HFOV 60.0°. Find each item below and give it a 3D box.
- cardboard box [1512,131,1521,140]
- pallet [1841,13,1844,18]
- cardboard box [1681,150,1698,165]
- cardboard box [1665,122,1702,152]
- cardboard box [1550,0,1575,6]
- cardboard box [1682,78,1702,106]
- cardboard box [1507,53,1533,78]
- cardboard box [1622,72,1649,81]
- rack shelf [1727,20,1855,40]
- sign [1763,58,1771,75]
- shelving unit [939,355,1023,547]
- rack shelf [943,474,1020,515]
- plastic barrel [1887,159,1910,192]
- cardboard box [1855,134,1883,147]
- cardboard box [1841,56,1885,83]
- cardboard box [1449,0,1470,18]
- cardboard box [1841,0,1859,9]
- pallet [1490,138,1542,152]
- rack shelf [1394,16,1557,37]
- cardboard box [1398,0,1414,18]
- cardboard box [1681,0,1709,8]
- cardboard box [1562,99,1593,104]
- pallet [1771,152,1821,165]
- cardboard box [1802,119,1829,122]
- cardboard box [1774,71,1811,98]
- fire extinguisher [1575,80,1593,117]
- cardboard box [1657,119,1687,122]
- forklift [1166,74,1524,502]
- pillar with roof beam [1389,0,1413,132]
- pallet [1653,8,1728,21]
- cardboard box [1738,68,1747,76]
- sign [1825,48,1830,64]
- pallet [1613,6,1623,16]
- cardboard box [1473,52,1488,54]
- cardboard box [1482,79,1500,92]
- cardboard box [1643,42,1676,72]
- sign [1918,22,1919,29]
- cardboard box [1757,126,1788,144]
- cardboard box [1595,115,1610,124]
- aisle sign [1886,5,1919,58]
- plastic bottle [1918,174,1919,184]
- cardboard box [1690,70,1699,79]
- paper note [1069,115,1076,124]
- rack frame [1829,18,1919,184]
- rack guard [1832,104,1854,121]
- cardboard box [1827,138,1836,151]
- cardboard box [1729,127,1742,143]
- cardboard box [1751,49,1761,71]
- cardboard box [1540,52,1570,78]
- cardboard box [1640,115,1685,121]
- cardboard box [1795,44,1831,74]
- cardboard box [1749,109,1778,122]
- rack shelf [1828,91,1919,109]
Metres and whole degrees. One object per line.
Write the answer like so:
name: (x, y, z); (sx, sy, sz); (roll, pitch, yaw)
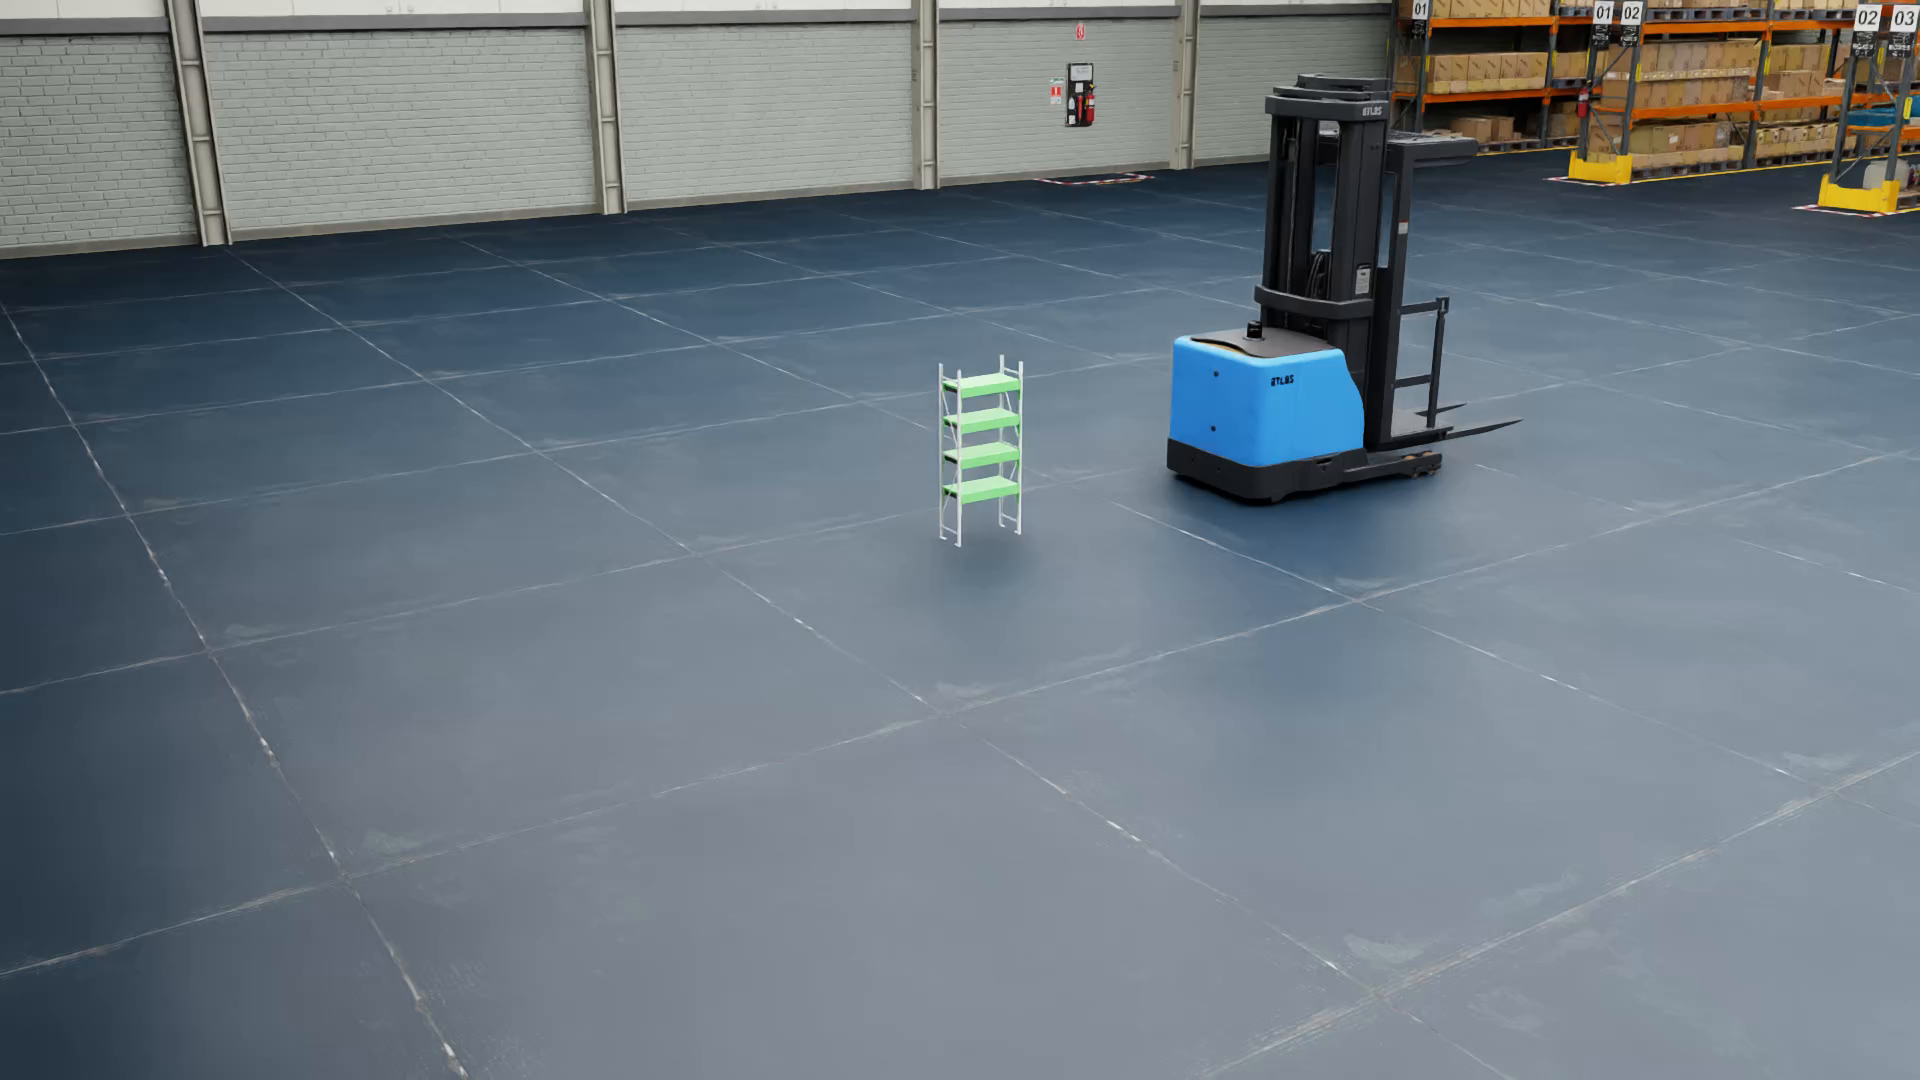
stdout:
cardboard box: (12.214, -8.992, 36.896); (0.250, 0.166, 0.380); (-16, 24, -38)
pallet: (18.195, -10.796, 34.108); (1.003, 0.211, 1.213); (-11, 21, -29)
cardboard box: (13.855, -7.394, 32.071); (0.500, 0.250, 0.500); (-12, 22, -31)
cardboard box: (13.856, -7.749, 31.950); (0.500, 0.500, 0.500); (-12, 22, -31)
cardboard box: (13.145, -11.970, 36.473); (0.500, 0.500, 0.500); (-9, 20, -24)
cardboard box: (13.720, -8.599, 31.840); (0.500, 0.500, 0.700); (-11, 22, -30)
cardboard box: (12.006, -10.266, 35.961); (0.500, 0.500, 0.500); (-12, 22, -32)
cardboard box: (12.477, -8.565, 30.728); (0.250, 0.149, 0.380); (-12, 22, -32)
rack shelf: (17.042, -10.336, 33.575); (4.000, 0.370, 1.077); (-12, 22, -31)
sign: (15.678, -9.203, 32.308); (0.005, 0.325, 0.100); (-12, 22, -31)
shelving unit: (0.138, -0.598, 11.139); (0.503, 1.200, 0.258); (-12, 22, -31)
rack shelf: (0.138, -0.310, 11.236); (0.480, 0.148, 0.258); (-12, 22, -31)
plastic barrel: (15.679, -6.119, 27.889); (0.421, 0.512, 0.421); (0, 19, 0)
cardboard box: (19.250, -8.636, 35.323); (0.500, 0.500, 0.500); (-11, 22, -29)
cardboard box: (19.177, -9.996, 35.316); (0.700, 0.500, 0.500); (14, 23, 35)
cardboard box: (10.189, -11.078, 34.460); (0.500, 0.500, 0.500); (-10, 21, -28)
cardboard box: (17.937, -10.965, 33.890); (0.500, 0.250, 0.500); (-11, 22, -30)
pallet: (12.103, -8.779, 36.884); (1.213, 0.211, 1.003); (-12, 22, -31)
rack shelf: (10.974, -10.956, 35.408); (4.000, 0.370, 1.077); (-12, 22, -31)
cardboard box: (9.513, -11.143, 34.649); (0.500, 0.500, 0.500); (-10, 21, -28)
cardboard box: (13.568, -10.152, 30.877); (0.500, 0.500, 0.500); (-12, 22, -31)
cardboard box: (14.048, -9.913, 37.928); (0.500, 0.250, 0.500); (-13, 22, -33)
pallet: (16.986, -7.939, 34.399); (1.213, 0.211, 1.003); (-12, 22, -31)
cardboard box: (18.114, -8.757, 35.225); (0.500, 0.311, 0.500); (-11, 22, -30)
cardboard box: (16.881, -9.263, 33.805); (0.500, 0.500, 0.500); (-12, 22, -31)
fire extinguisher: (11.677, -8.266, 31.132); (0.183, 0.674, 0.296); (-12, 22, -31)
cardboard box: (13.977, -7.981, 32.636); (0.500, 0.500, 0.500); (-12, 22, -31)
forklift: (3.098, -1.995, 12.569); (3.031, 2.935, 1.130); (-11, 22, -30)
pillar with roof beam: (11.780, -11.569, 31.414); (0.400, 9.000, 9.100); (-12, 22, -31)
pallet: (13.656, -9.912, 31.335); (1.213, 0.211, 1.003); (-12, 22, -31)
cardboard box: (15.055, -9.110, 32.340); (0.250, 0.149, 0.380); (-12, 22, -33)
sign: (18.406, -10.263, 35.234); (0.005, 0.325, 0.100); (-12, 22, -31)
pallet: (14.083, -11.824, 37.145); (1.003, 0.211, 1.213); (-12, 22, -31)
cardboard box: (11.284, -10.318, 36.115); (0.500, 0.500, 0.500); (-11, 22, -30)
cardboard box: (11.164, -9.735, 35.559); (0.500, 0.250, 0.500); (-12, 22, -31)
cardboard box: (12.909, -9.043, 31.129); (0.500, 0.500, 0.700); (-13, 22, -33)
sign: (15.051, -8.151, 25.974); (0.005, 0.325, 0.100); (-12, 22, -31)
cardboard box: (16.275, -8.159, 33.456); (0.500, 0.311, 0.500); (-12, 22, -32)
cardboard box: (14.519, -9.661, 38.355); (0.500, 0.500, 0.700); (-12, 22, -32)
aisle sign: (14.853, -8.014, 26.207); (0.004, 0.787, 0.394); (-12, 22, -31)
plastic bottle: (16.626, -6.264, 28.773); (0.097, 0.201, 0.097); (0, 19, 0)
cardboard box: (13.762, -8.836, 31.528); (0.250, 0.149, 0.380); (-12, 22, -31)
paper note: (2.131, -7.966, 31.500); (0.142, 0.148, 0.016); (-12, 22, -31)
rack frame: (14.752, -6.874, 26.893); (0.127, 3.000, 1.000); (-12, 22, -31)
rack guard: (22.686, -11.162, 43.480); (0.348, 0.500, 1.175); (-12, 22, -31)
cardboard box: (17.979, -8.255, 34.617); (0.500, 0.250, 0.500); (-12, 22, -32)
cardboard box: (15.552, -8.214, 33.619); (0.500, 0.311, 0.500); (-12, 22, -31)
cardboard box: (19.079, -11.686, 40.477); (0.500, 0.500, 0.500); (-12, 22, -32)
cardboard box: (13.088, -10.564, 36.967); (0.500, 0.500, 0.700); (-12, 22, -31)
cardboard box: (16.671, -10.208, 39.456); (0.750, 0.750, 0.750); (-12, 22, -32)
cardboard box: (21.644, -12.260, 42.358); (0.700, 0.700, 0.980); (-12, 22, -32)
cardboard box: (20.007, -10.756, 41.625); (0.500, 0.500, 0.700); (-12, 22, -31)
rack shelf: (20.383, -9.620, 36.139); (4.000, 0.370, 1.077); (-12, 22, -31)
